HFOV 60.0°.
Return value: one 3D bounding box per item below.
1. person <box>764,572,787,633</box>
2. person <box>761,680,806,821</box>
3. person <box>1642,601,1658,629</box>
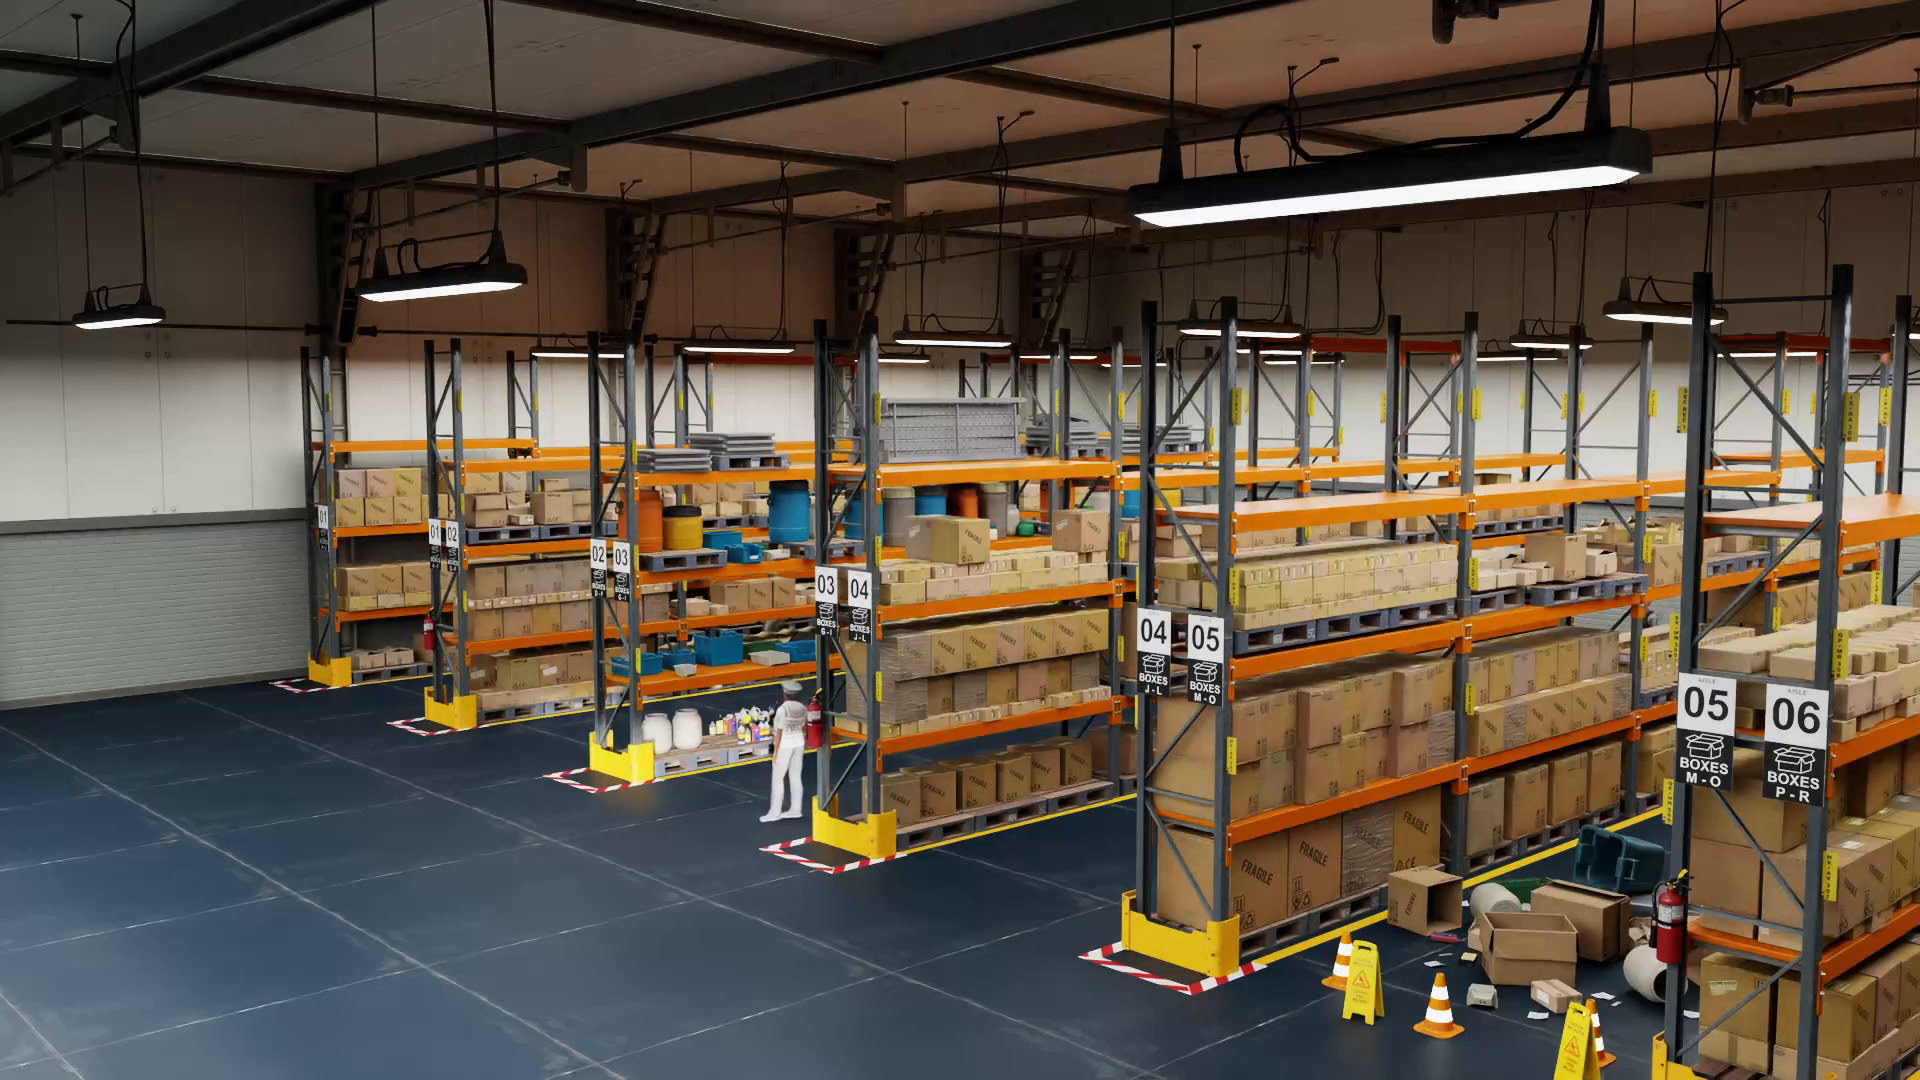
[{"bbox_3d":[-3.756,1.416,32.731,1.060,1.723,0.506,-5,7,-43],"label":"person"},{"bbox_3d":[-2.130,2.549,20.180,0.380,1.697,0.549,4,7,41],"label":"person"},{"bbox_3d":[11.807,1.812,28.712,0.524,1.678,1.066,5,7,43],"label":"person"}]
